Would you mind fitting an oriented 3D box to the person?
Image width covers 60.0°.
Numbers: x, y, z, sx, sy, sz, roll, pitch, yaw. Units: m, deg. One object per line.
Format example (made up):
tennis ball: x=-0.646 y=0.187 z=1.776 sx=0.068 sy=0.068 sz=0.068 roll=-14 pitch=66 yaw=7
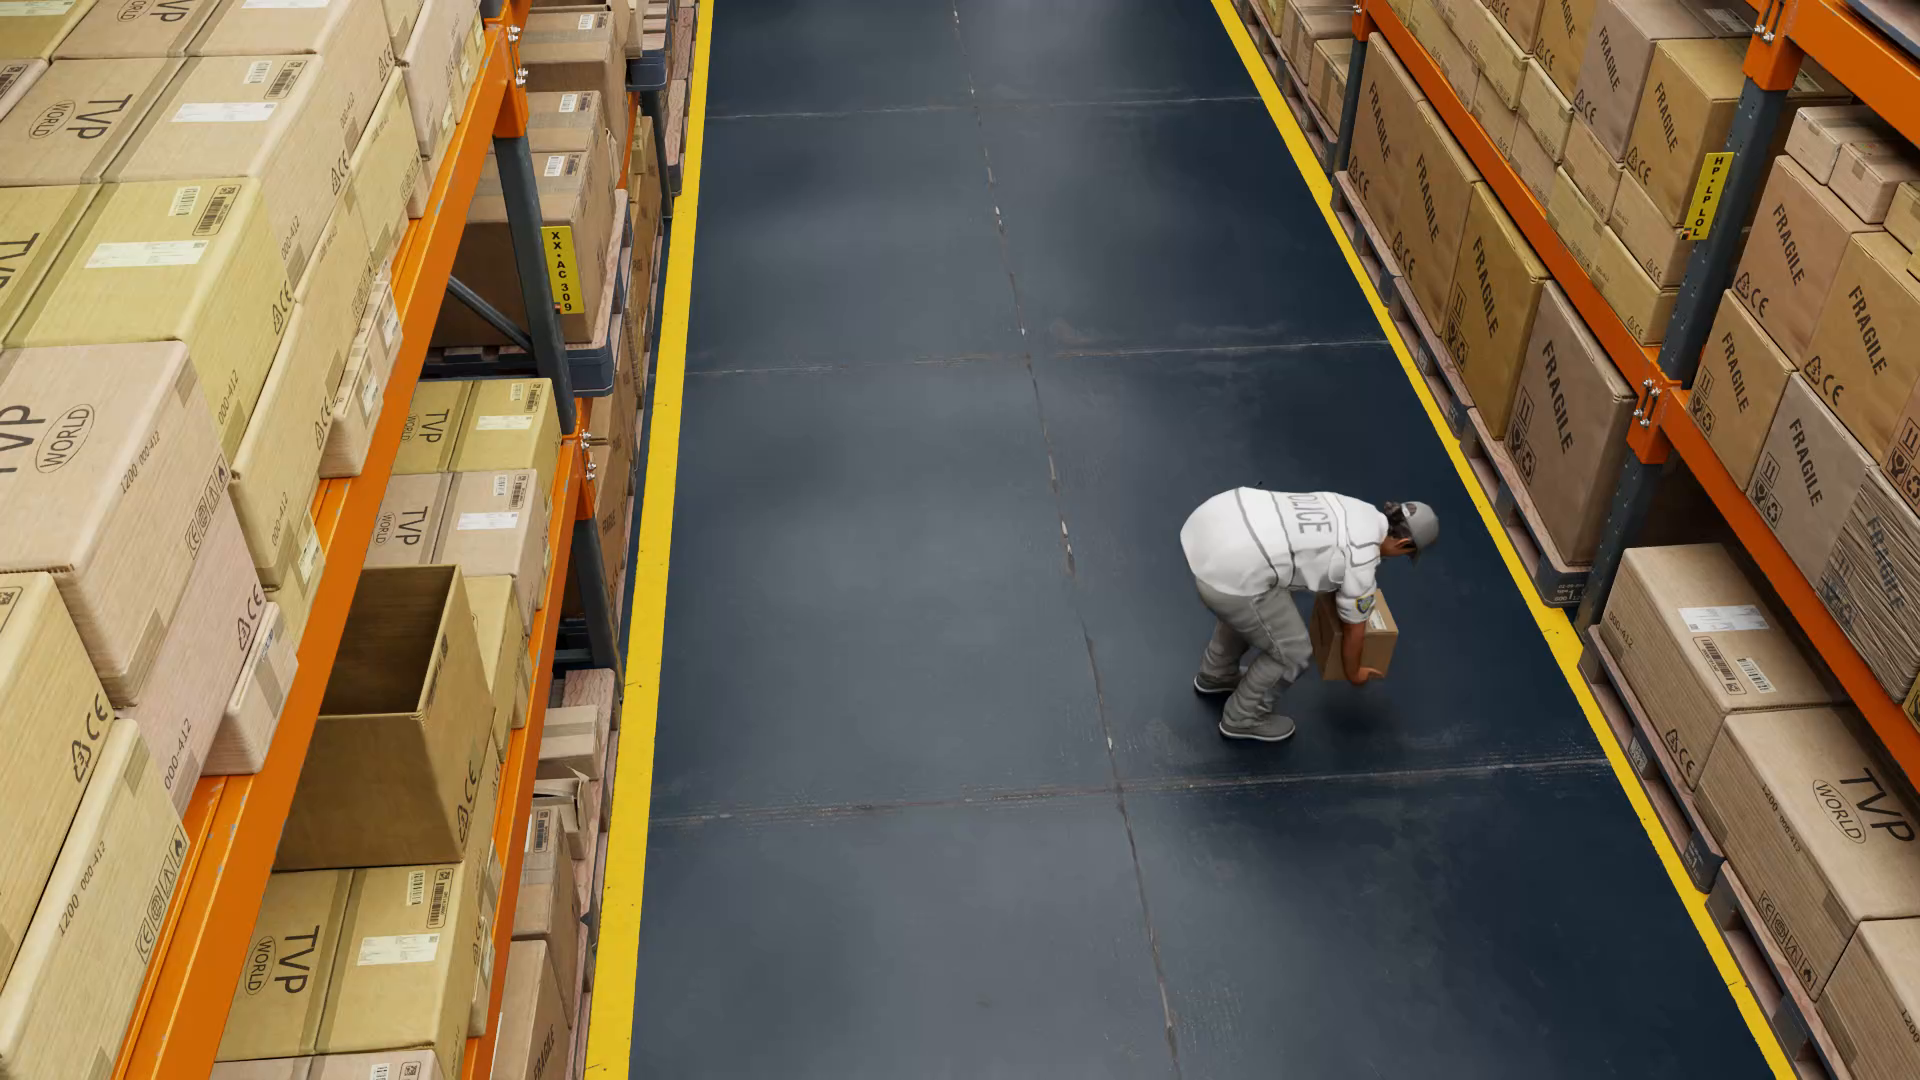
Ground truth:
person: x=1.295 y=0.260 z=6.327 sx=0.952 sy=1.047 sz=0.476 roll=-5 pitch=40 yaw=-6
